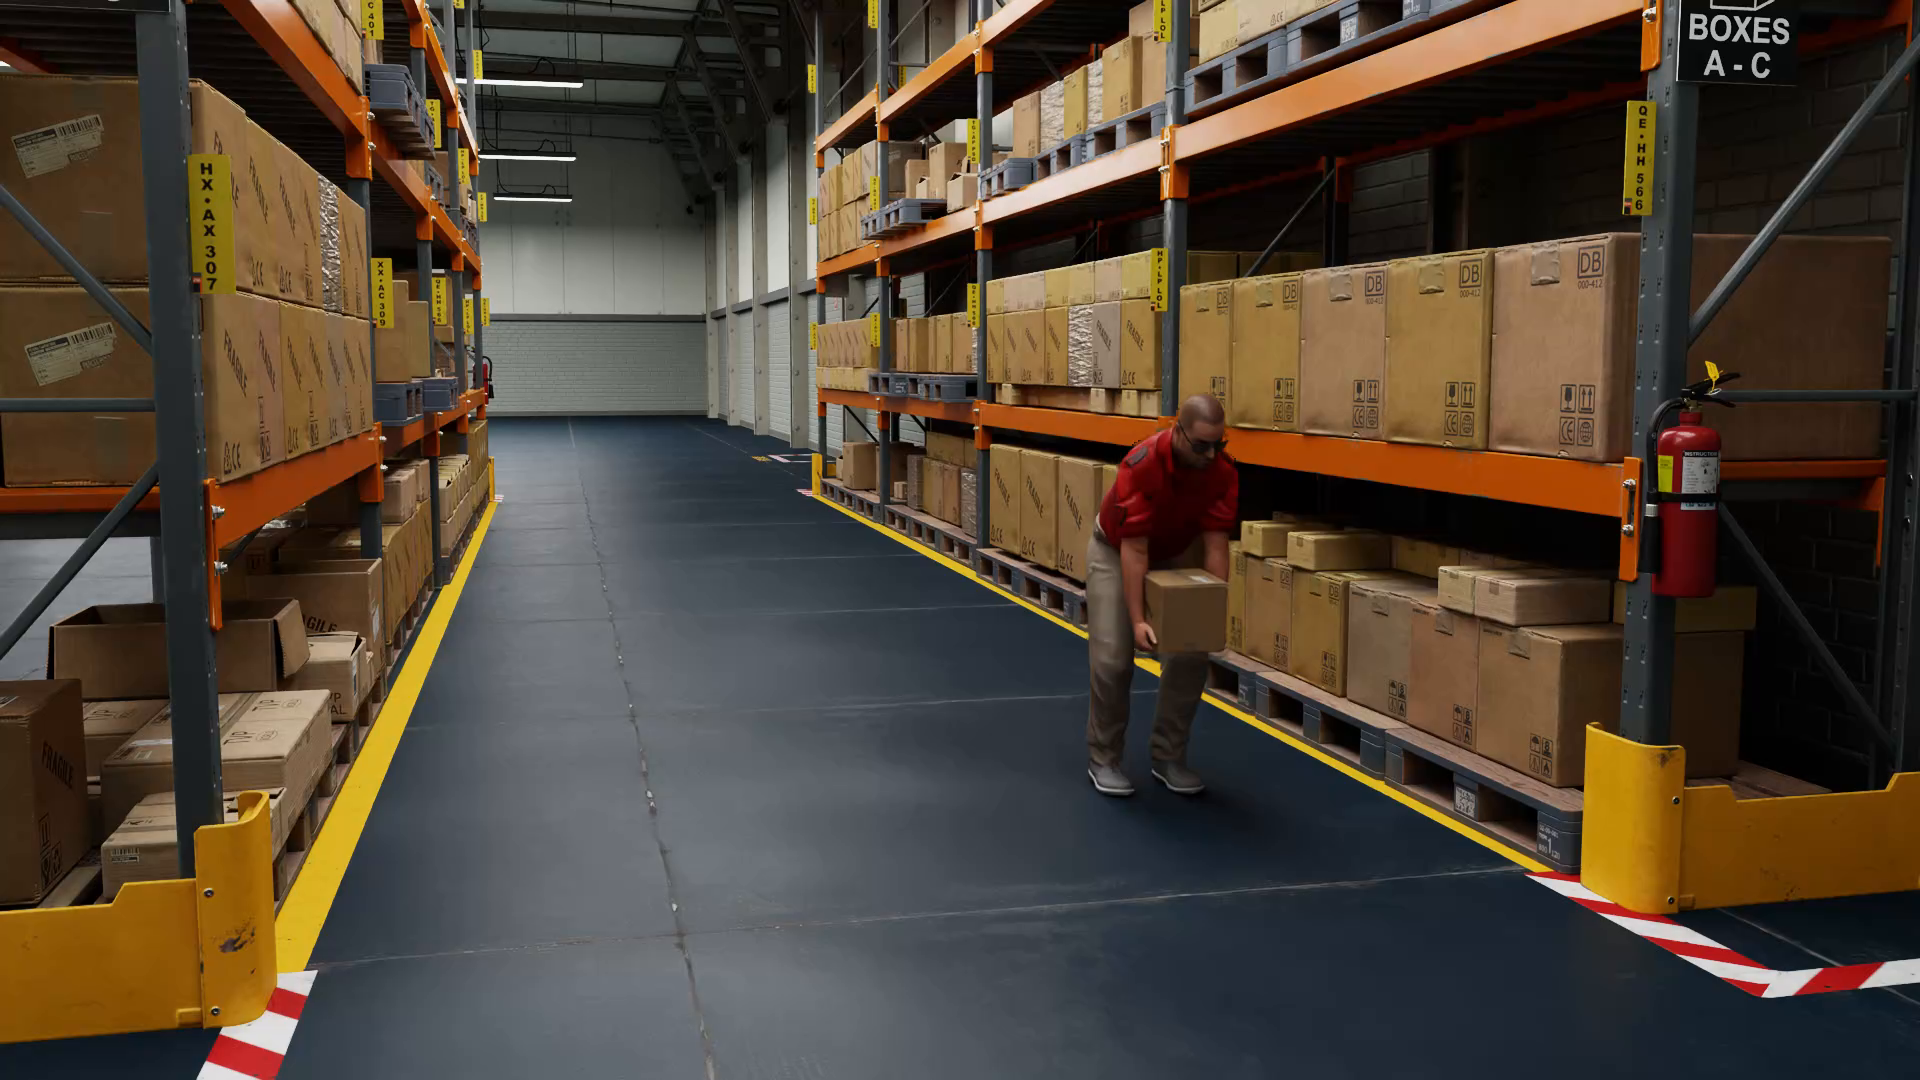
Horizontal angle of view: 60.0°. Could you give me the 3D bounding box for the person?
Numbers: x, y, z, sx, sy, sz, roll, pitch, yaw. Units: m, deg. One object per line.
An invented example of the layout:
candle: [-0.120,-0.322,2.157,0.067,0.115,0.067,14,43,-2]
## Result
person: [0.751,0.211,6.147,0.488,1.502,0.778,-2,6,-15]
